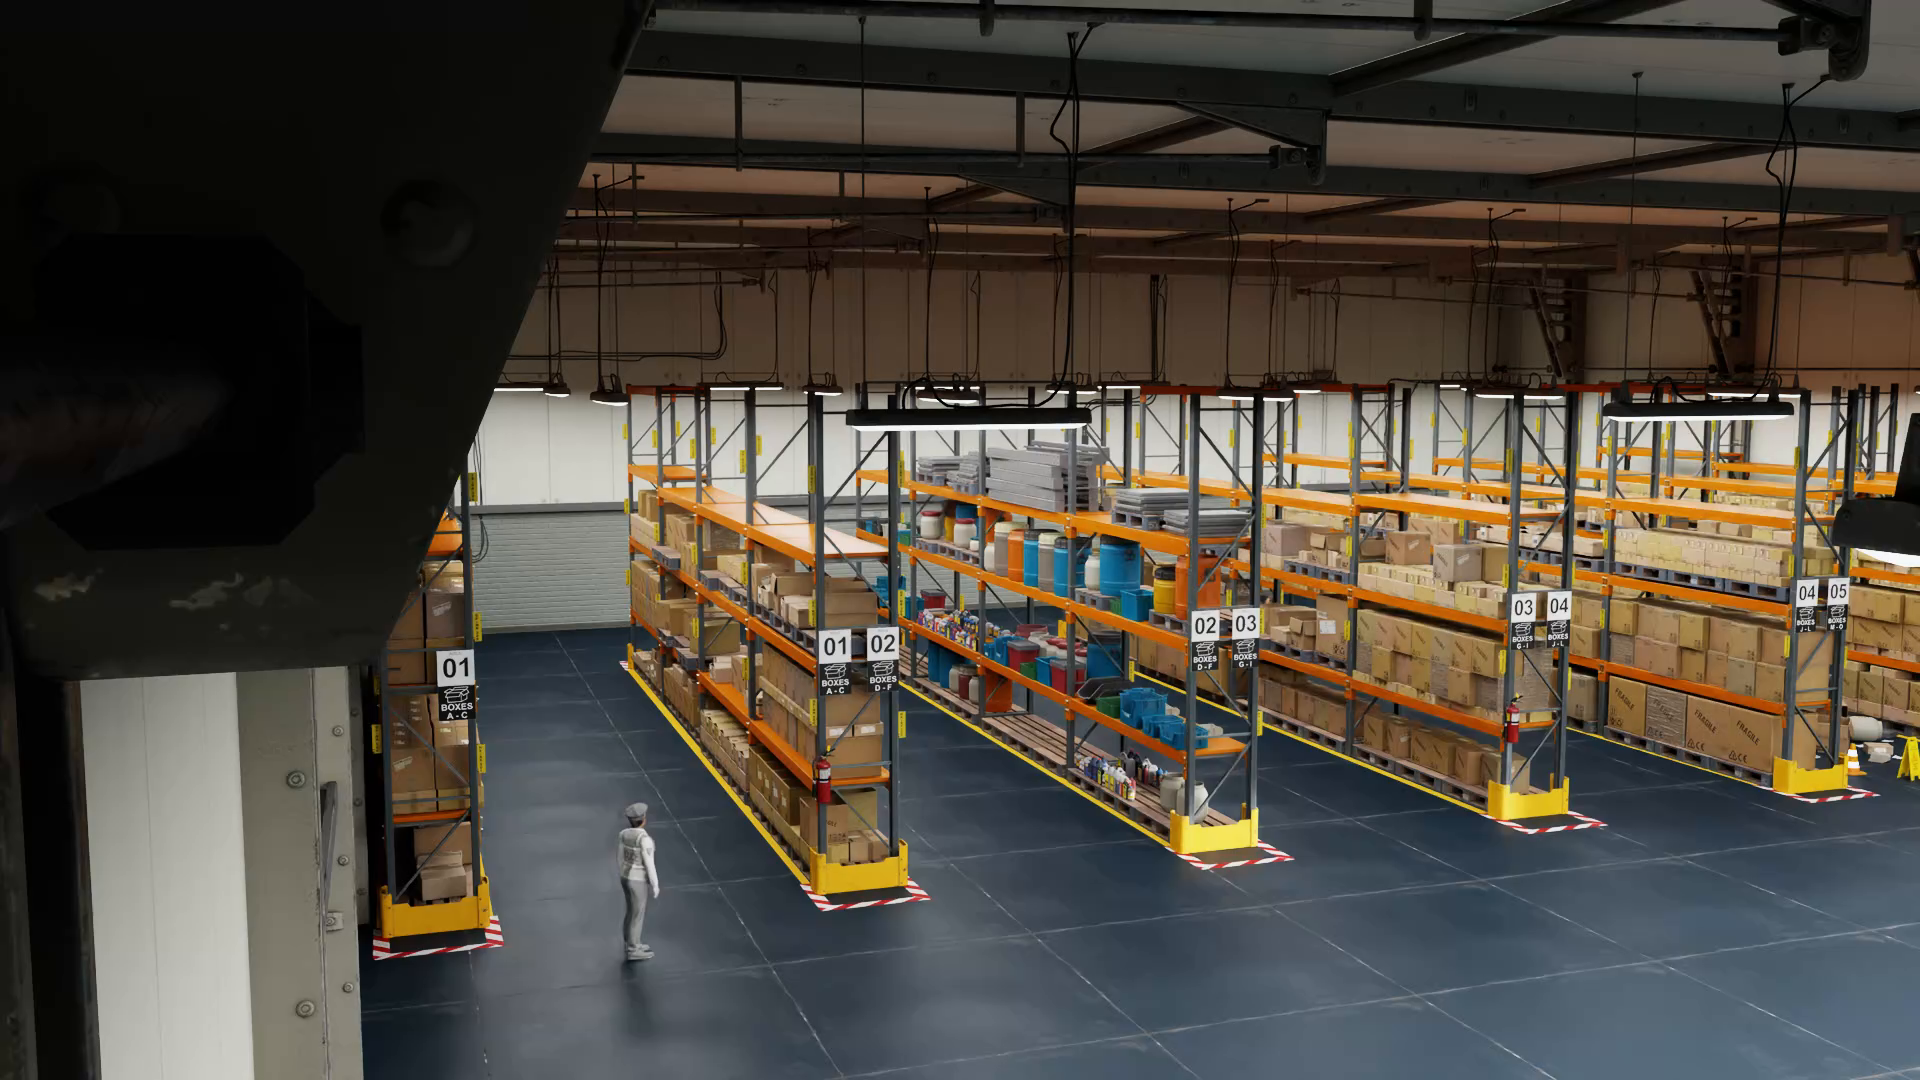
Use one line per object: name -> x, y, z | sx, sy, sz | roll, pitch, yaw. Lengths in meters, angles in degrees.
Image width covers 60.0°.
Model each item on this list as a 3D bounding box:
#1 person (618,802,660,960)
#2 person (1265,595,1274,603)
person -> -3.447, 3.663, 17.853 | 0.369, 1.688, 0.528 | -4, 7, -35
person -> 6.346, 1.987, 34.224 | 0.459, 1.705, 0.376 | 5, 8, 41
